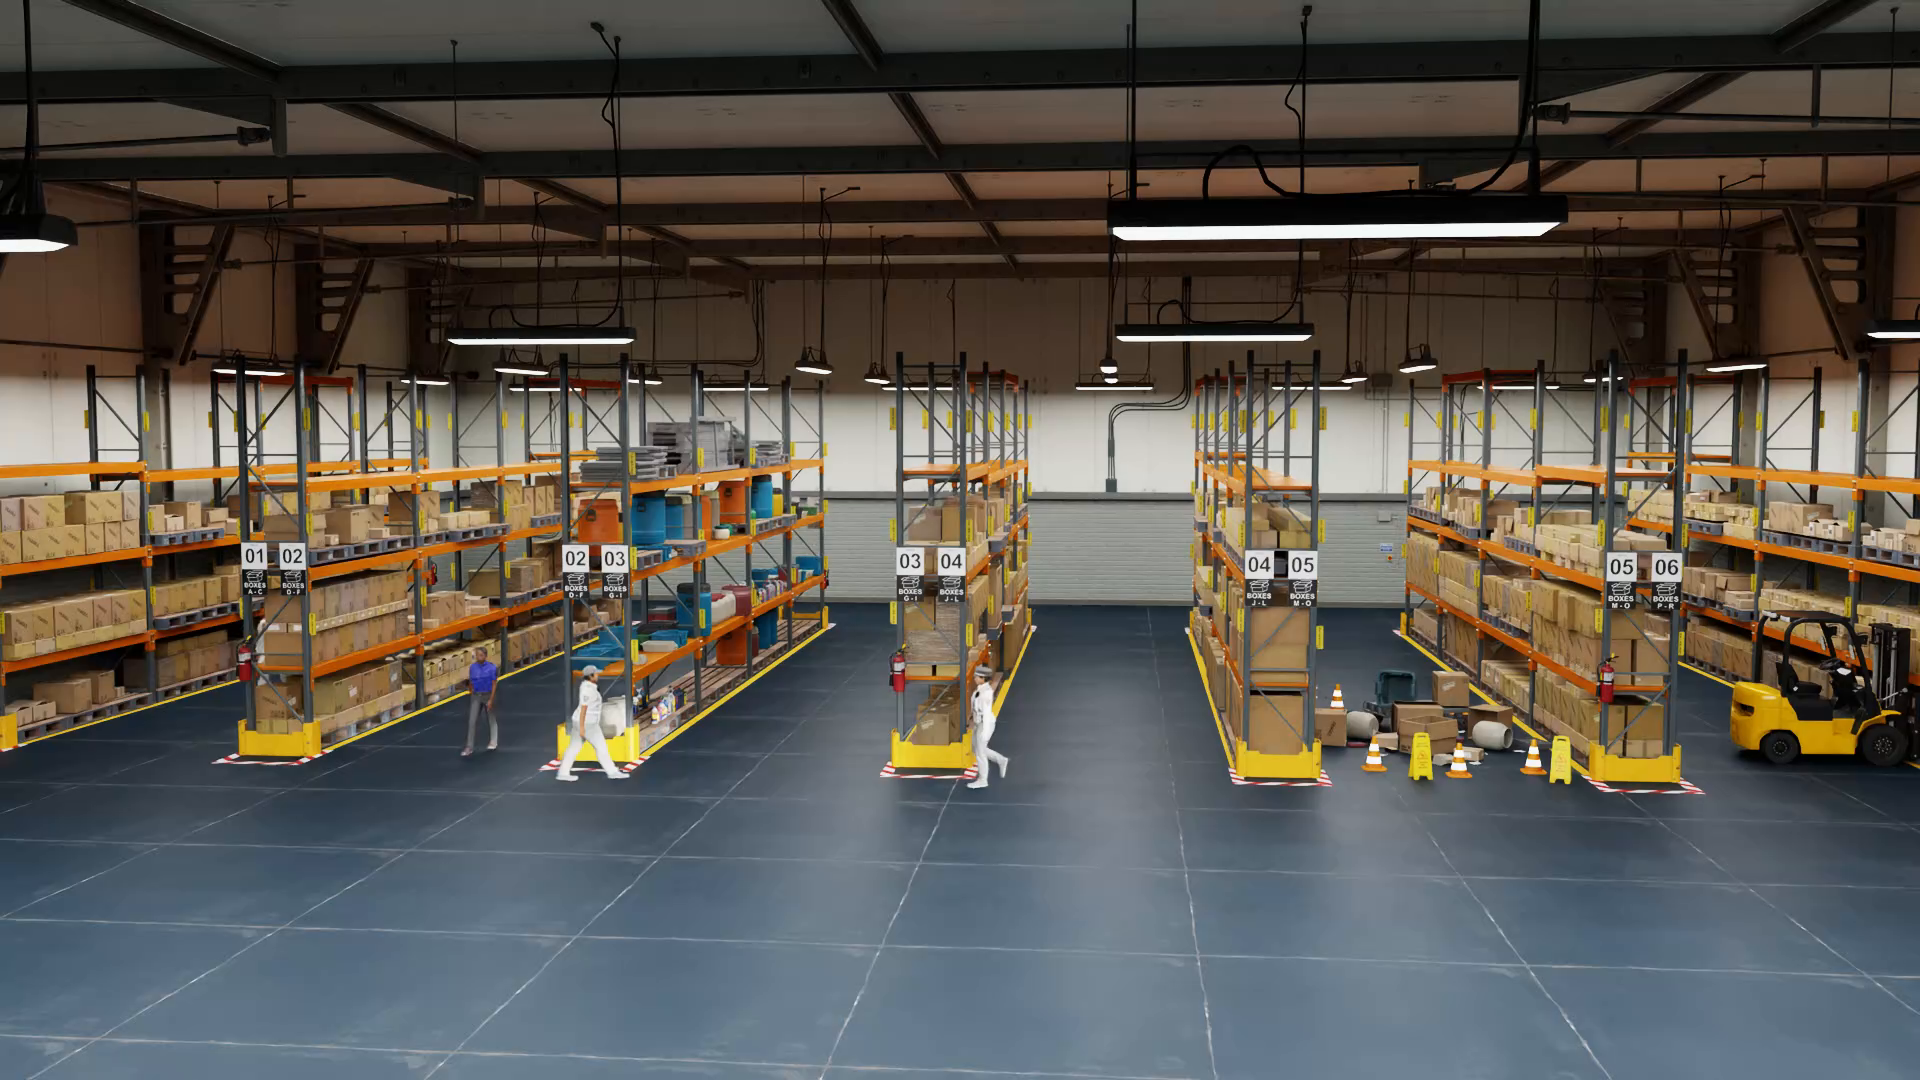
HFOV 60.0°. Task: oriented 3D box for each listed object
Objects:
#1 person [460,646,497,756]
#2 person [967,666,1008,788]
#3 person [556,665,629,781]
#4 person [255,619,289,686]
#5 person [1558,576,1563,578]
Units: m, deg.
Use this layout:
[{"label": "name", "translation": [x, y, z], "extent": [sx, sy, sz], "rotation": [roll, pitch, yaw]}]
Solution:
[{"label": "person", "translation": [-7.192, 2.408, 24.987], "extent": [0.468, 1.590, 0.971], "rotation": [0, 4, -4]}, {"label": "person", "translation": [0.383, 2.547, 22.767], "extent": [0.593, 1.657, 0.541], "rotation": [-1, 4, -8]}, {"label": "person", "translation": [-5.137, 2.536, 23.150], "extent": [0.978, 1.590, 0.505], "rotation": [-2, 4, -24]}, {"label": "person", "translation": [-12.248, 2.011, 29.574], "extent": [0.678, 1.717, 1.114], "rotation": [0, 4, -3]}, {"label": "person", "translation": [13.794, 1.385, 38.535], "extent": [1.020, 1.701, 0.528], "rotation": [3, 5, 33]}]
